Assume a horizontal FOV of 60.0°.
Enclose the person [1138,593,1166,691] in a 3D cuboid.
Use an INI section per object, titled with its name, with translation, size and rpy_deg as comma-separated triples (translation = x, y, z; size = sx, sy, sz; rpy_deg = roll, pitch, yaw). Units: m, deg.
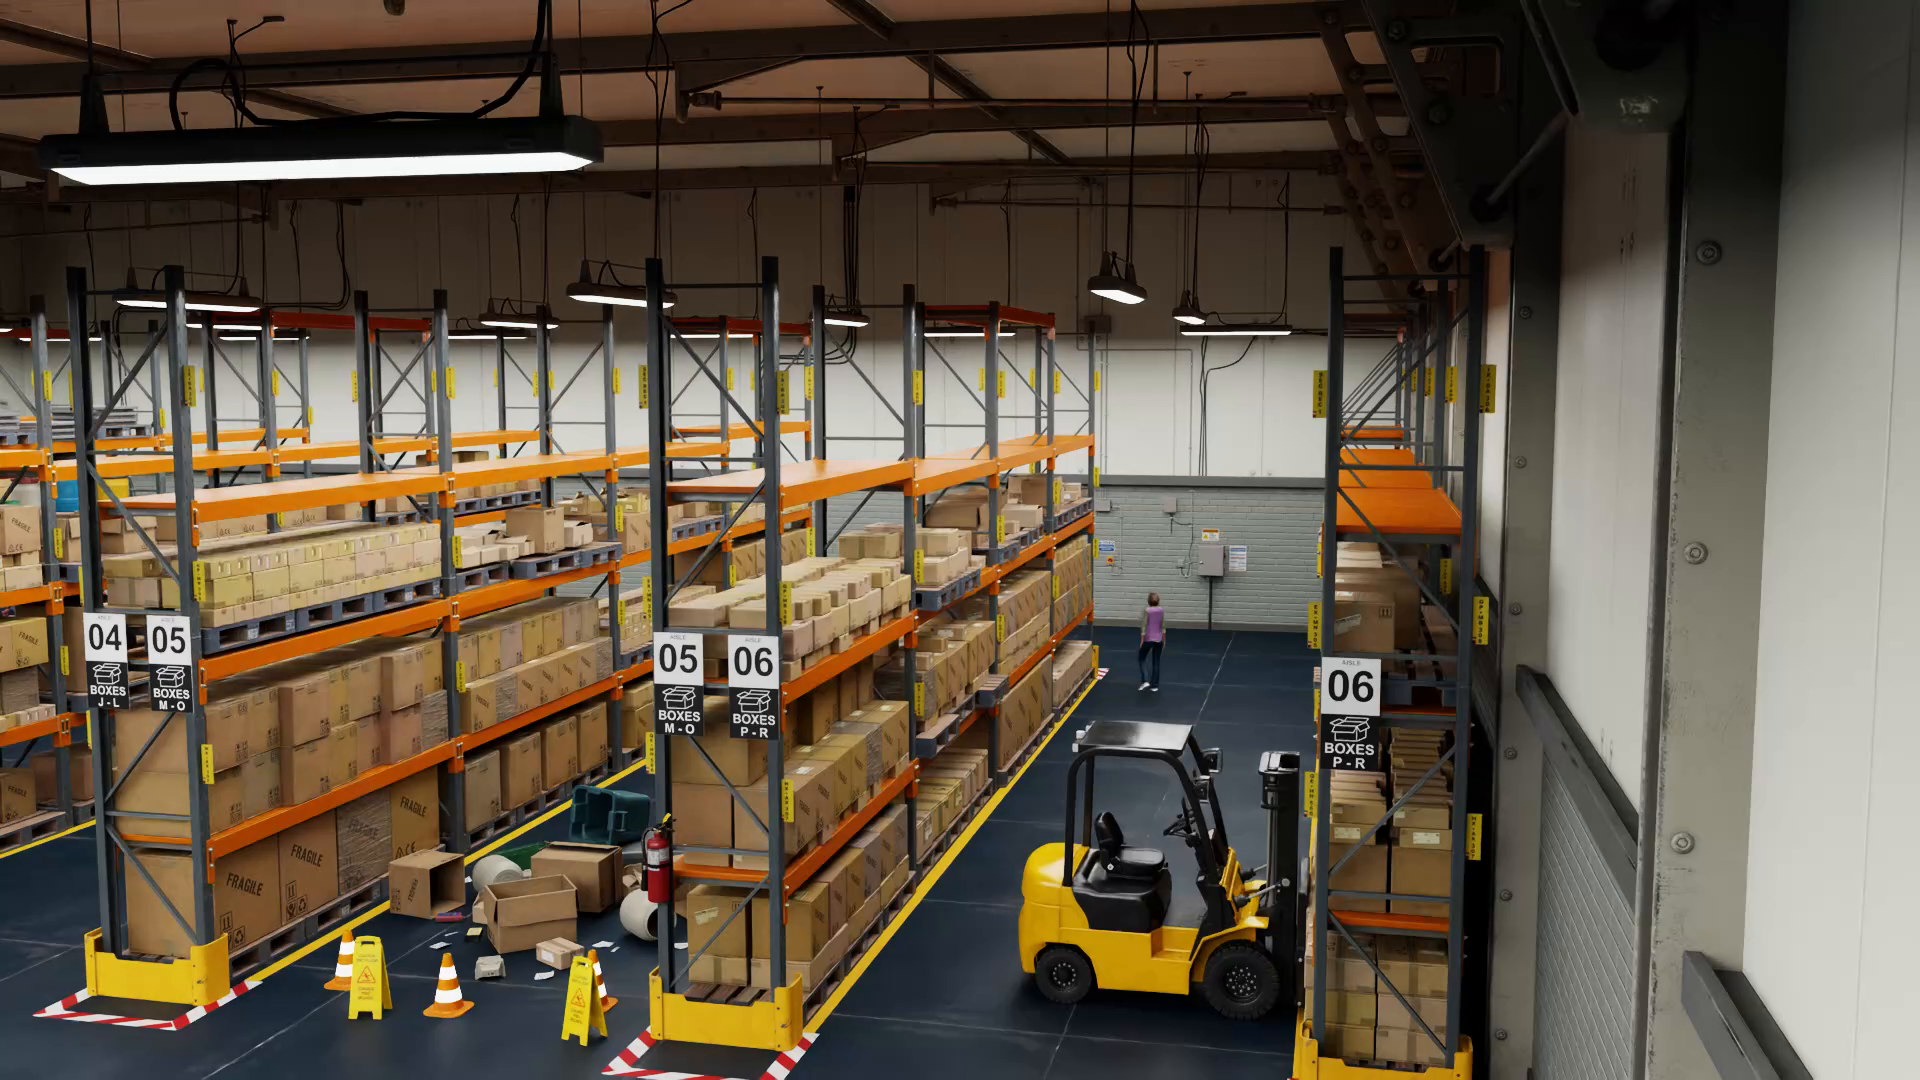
[person]
translation = 3.118, 1.660, 26.912
size = 0.443, 1.618, 0.362
rpy_deg = -2, 6, -15
